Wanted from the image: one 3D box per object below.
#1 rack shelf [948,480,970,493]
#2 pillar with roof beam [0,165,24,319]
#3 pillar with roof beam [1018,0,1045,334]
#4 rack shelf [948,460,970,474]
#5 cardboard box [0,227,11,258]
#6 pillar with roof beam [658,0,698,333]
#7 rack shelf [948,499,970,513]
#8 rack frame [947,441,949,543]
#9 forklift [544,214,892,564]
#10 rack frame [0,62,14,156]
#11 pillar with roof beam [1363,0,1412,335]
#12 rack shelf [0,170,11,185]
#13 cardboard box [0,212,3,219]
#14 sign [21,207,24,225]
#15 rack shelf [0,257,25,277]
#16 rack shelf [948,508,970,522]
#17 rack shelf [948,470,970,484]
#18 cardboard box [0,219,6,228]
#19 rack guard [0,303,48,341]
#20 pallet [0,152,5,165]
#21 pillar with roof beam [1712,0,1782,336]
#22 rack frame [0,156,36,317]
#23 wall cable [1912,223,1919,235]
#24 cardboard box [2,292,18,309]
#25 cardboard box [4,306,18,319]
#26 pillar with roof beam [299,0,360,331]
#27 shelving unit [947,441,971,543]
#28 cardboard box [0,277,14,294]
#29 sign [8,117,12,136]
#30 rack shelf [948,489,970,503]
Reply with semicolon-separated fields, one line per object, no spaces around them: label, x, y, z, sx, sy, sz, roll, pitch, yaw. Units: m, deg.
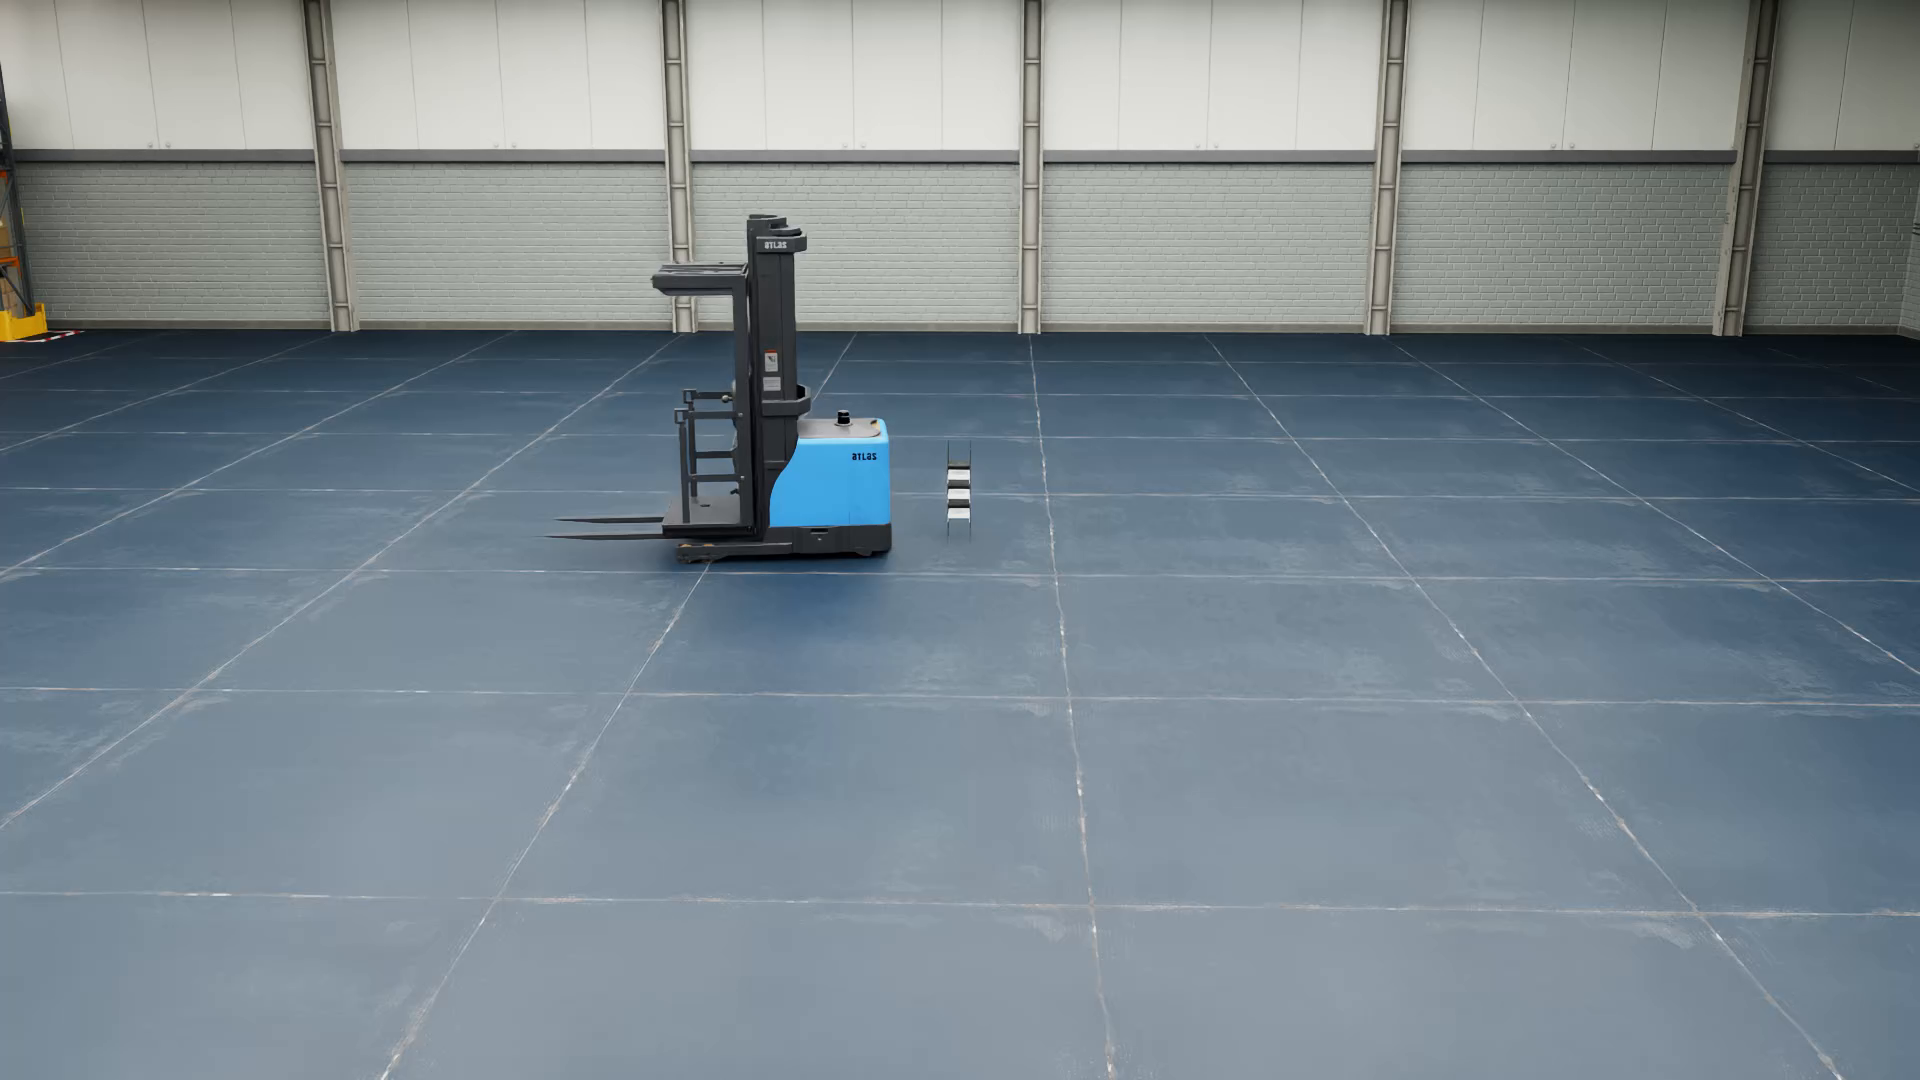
rack shelf;-0.008;-0.490;15.121;0.200;0.077;0.258;0;15;1
pillar with roof beam;-16.900;-6.978;24.060;0.400;9.000;9.100;0;15;1
pillar with roof beam;1.094;-6.861;23.615;0.400;9.000;9.100;0;15;1
rack shelf;-0.008;-0.664;15.075;0.200;0.077;0.258;0;15;1
cardboard box;-16.605;-5.063;28.366;0.500;0.500;0.500;1;15;3
pillar with roof beam;-4.904;-6.900;23.763;0.400;9.000;9.100;0;15;1
rack shelf;-0.008;-0.316;15.167;0.200;0.077;0.258;0;15;1
rack frame;-0.110;-0.436;15.138;0.006;0.900;0.240;0;15;1
forklift;-2.149;-1.353;14.632;3.031;2.935;1.130;-1;15;-5
rack frame;-16.117;-7.842;27.333;0.127;3.000;1.000;0;15;1
pillar with roof beam;7.092;-6.822;23.467;0.400;9.000;9.100;0;15;1
rack shelf;-18.116;-6.057;27.856;4.000;0.370;1.077;0;15;1
cardboard box;-16.447;-5.503;28.179;0.250;0.149;0.380;0;15;0
sign;-16.097;-5.539;28.514;0.005;0.325;0.100;0;15;1
rack shelf;-18.116;-4.606;28.239;4.000;0.370;1.077;0;15;1
rack shelf;-0.008;-0.229;15.190;0.200;0.077;0.258;0;15;1
rack shelf;-0.008;-0.577;15.098;0.200;0.077;0.258;0;15;1
cardboard box;-16.449;-5.371;28.261;0.250;0.149;0.380;0;15;0
rack guard;-16.093;-3.732;28.416;0.348;0.500;1.175;0;15;1
pallet;-16.823;-6.360;27.769;1.213;0.211;1.003;0;15;1
pillar with roof beam;13.090;-6.783;23.319;0.400;9.000;9.100;0;15;1
rack frame;-16.117;-4.941;28.098;0.127;3.000;1.000;0;15;1
wall cable;16.111;-6.023;26.525;0.112;2.526;3.097;0;15;1
cardboard box;-16.582;-4.112;28.544;0.500;0.250;0.500;1;15;2
cardboard box;-16.603;-3.868;28.596;0.500;0.250;0.500;0;15;2
pillar with roof beam;-10.902;-6.939;23.912;0.400;9.000;9.100;0;15;1
shelving unit;-0.008;-0.435;15.135;0.210;0.900;0.258;0;15;1
cardboard box;-16.593;-4.349;28.462;0.500;0.250;0.500;0;15;1
sign;-16.097;-6.994;28.130;0.005;0.325;0.100;0;15;1
rack shelf;-0.008;-0.403;15.144;0.200;0.077;0.258;0;15;1
